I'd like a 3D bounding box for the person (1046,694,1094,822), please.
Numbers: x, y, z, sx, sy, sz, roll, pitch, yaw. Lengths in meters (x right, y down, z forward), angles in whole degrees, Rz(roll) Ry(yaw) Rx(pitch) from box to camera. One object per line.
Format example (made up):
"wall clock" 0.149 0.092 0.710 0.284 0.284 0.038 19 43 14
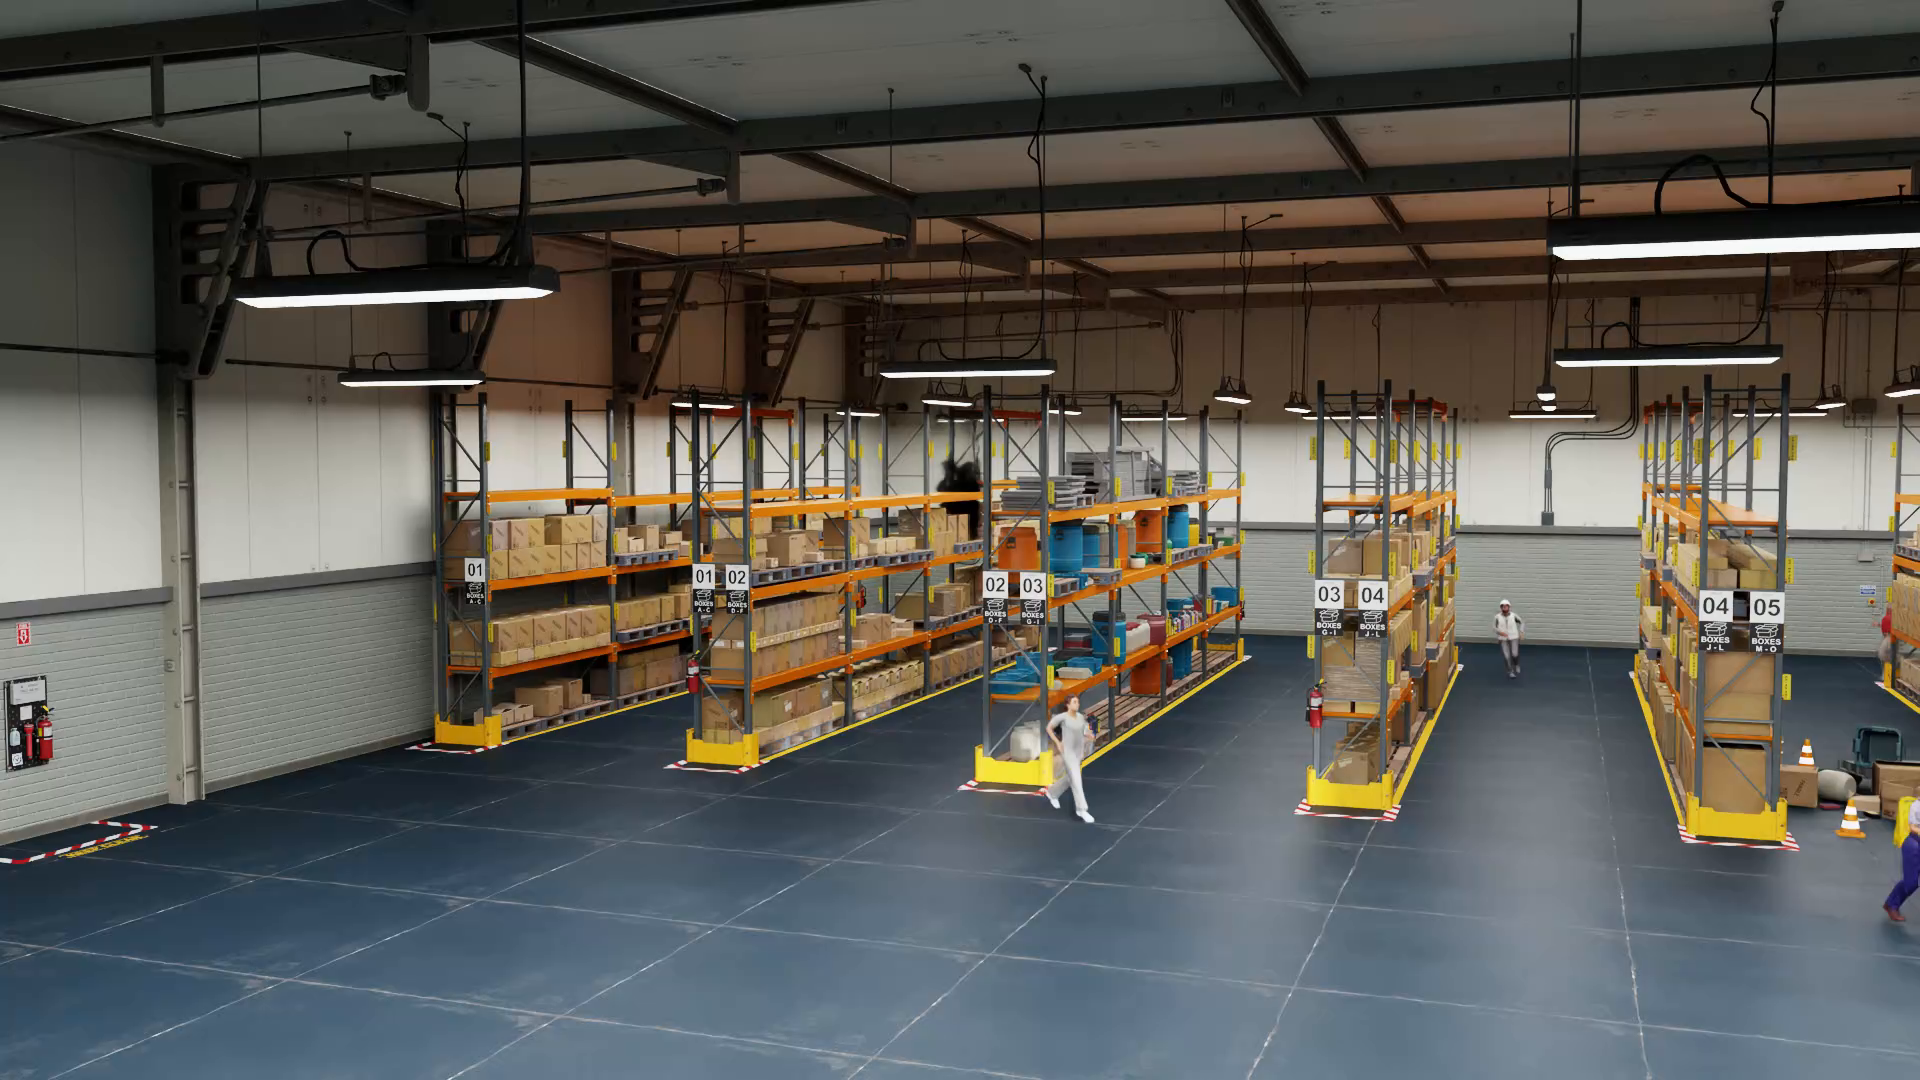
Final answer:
"person" 1.514 2.941 22.753 0.565 1.691 0.949 -3 4 -43

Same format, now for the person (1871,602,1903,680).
"person" 20.481 2.213 36.556 0.795 1.798 0.640 1 3 16

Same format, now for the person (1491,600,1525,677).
"person" 12.134 2.188 36.854 0.686 1.710 0.544 1 3 22

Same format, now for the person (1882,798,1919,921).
"person" 10.037 3.270 17.348 0.626 1.688 0.831 -1 3 -22
